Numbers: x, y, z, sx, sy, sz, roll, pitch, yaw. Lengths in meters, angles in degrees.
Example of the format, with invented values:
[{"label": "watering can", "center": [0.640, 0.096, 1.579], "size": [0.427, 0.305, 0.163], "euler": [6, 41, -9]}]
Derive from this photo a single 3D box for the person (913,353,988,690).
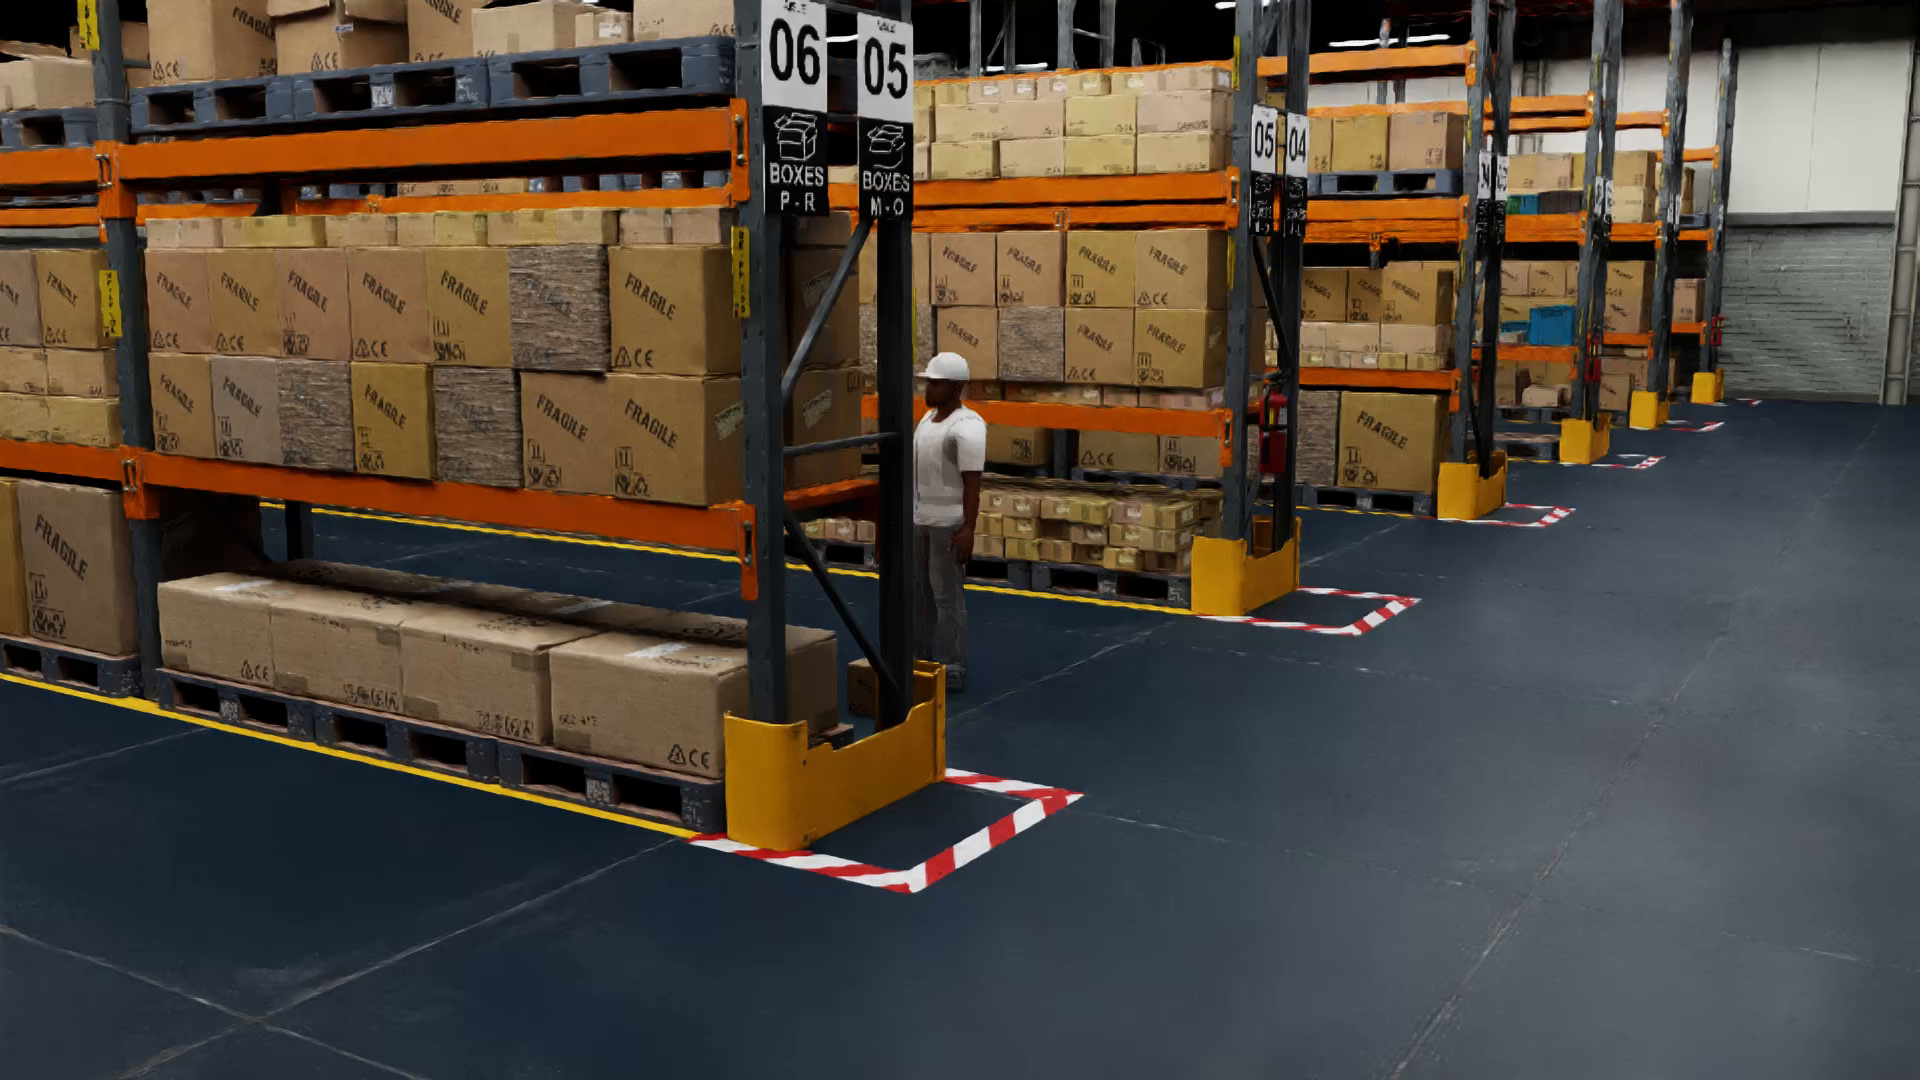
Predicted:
[{"label": "person", "center": [-0.135, -0.095, 8.747], "size": [0.421, 1.773, 0.683], "euler": [-5, 11, -29]}]
